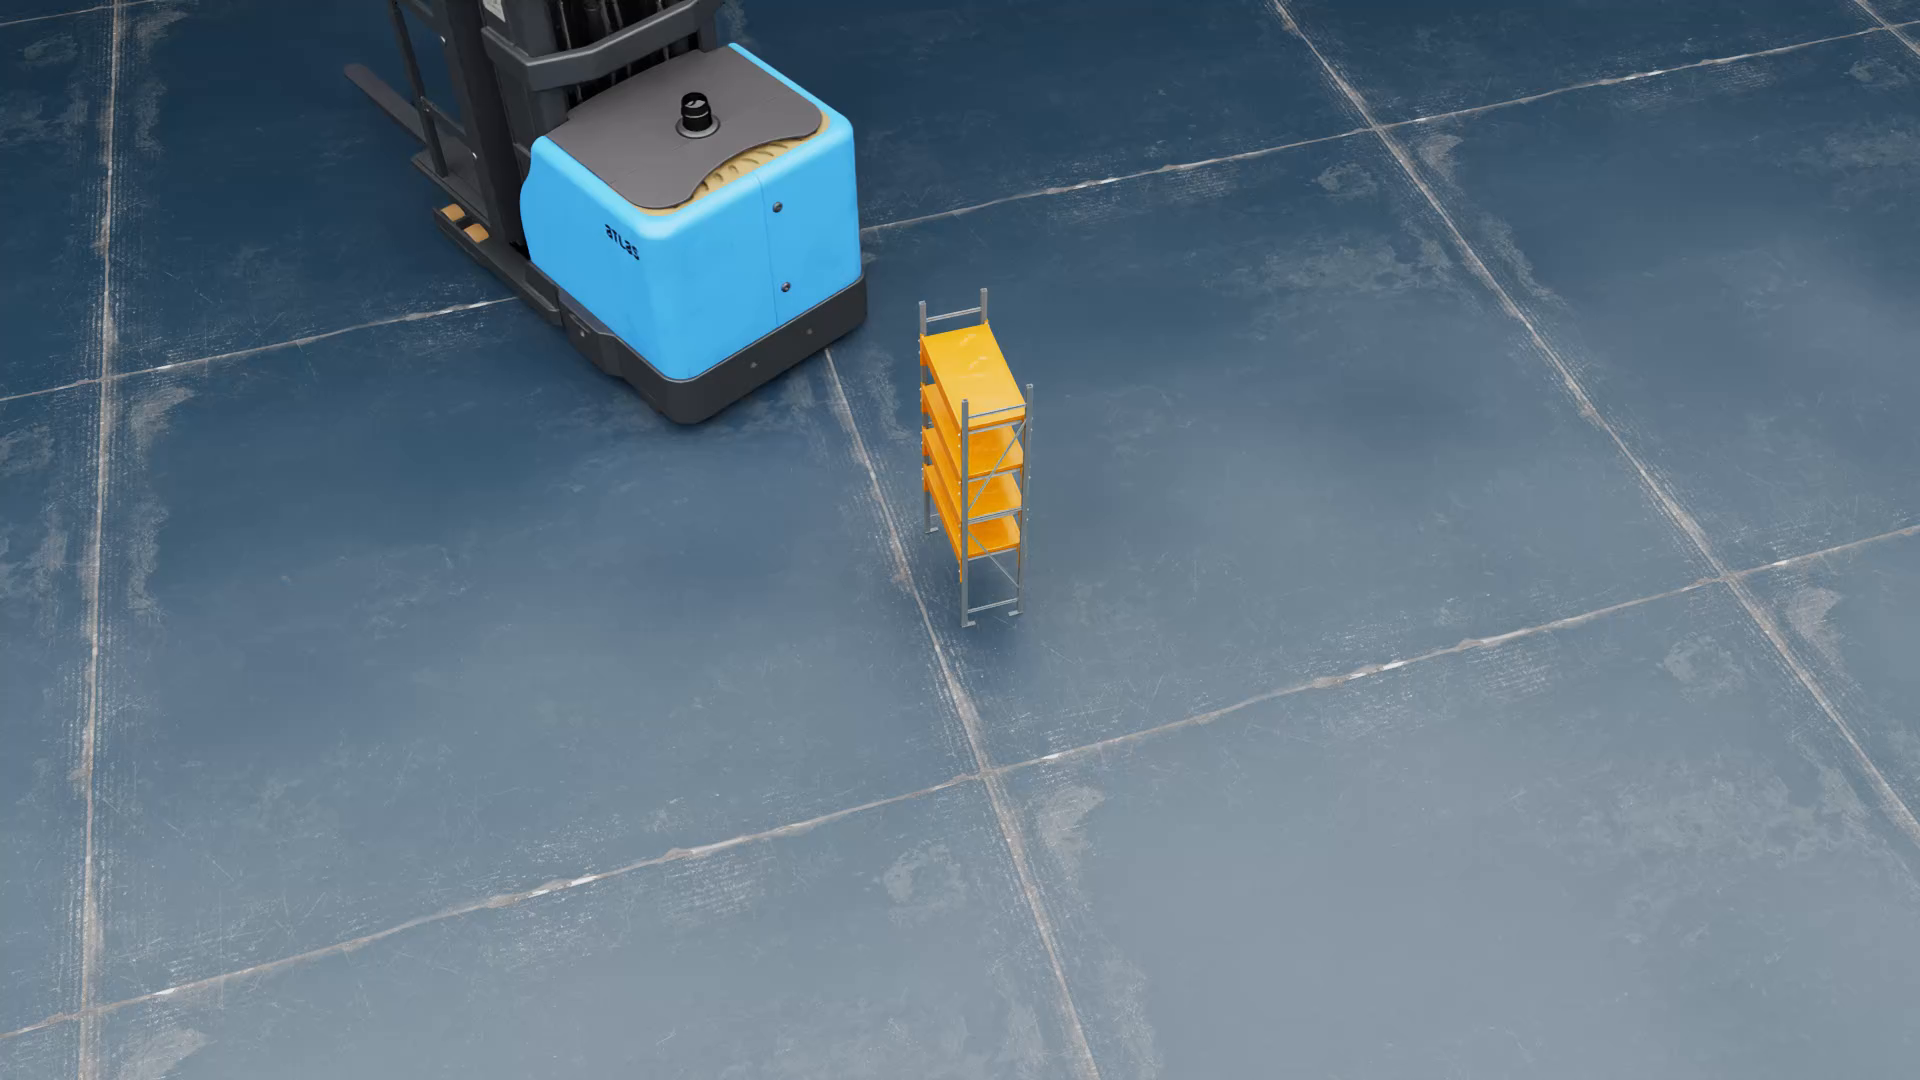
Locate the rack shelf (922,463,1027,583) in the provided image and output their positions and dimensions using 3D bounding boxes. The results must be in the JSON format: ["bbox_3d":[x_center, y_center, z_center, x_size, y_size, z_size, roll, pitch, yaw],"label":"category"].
[{"bbox_3d":[0.049,-0.094,6.182,0.258,0.148,0.480,-13,51,-11],"label":"rack shelf"}]

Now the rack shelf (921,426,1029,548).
[{"bbox_3d":[0.049,-0.222,6.030,0.258,0.148,0.480,-13,51,-11],"label":"rack shelf"}]

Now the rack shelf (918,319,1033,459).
[{"bbox_3d":[0.049,-0.519,5.679,0.258,0.148,0.480,-13,51,-11],"label":"rack shelf"}]

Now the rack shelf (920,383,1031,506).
[{"bbox_3d":[0.049,-0.367,5.859,0.258,0.148,0.480,-13,51,-11],"label":"rack shelf"}]

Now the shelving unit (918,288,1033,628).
[{"bbox_3d":[0.049,-0.266,5.979,0.258,1.200,0.503,-13,51,-11],"label":"shelving unit"}]

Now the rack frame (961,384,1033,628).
[{"bbox_3d":[0.121,-0.088,5.829,0.240,1.200,0.015,-13,51,-11],"label":"rack frame"}]

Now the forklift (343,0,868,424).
[{"bbox_3d":[-1.776,-2.463,6.699,1.130,2.935,3.031,-35,58,-26],"label":"forklift"}]

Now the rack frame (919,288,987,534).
[{"bbox_3d":[-0.023,-0.444,6.129,0.240,1.200,0.015,-13,51,-11],"label":"rack frame"}]
